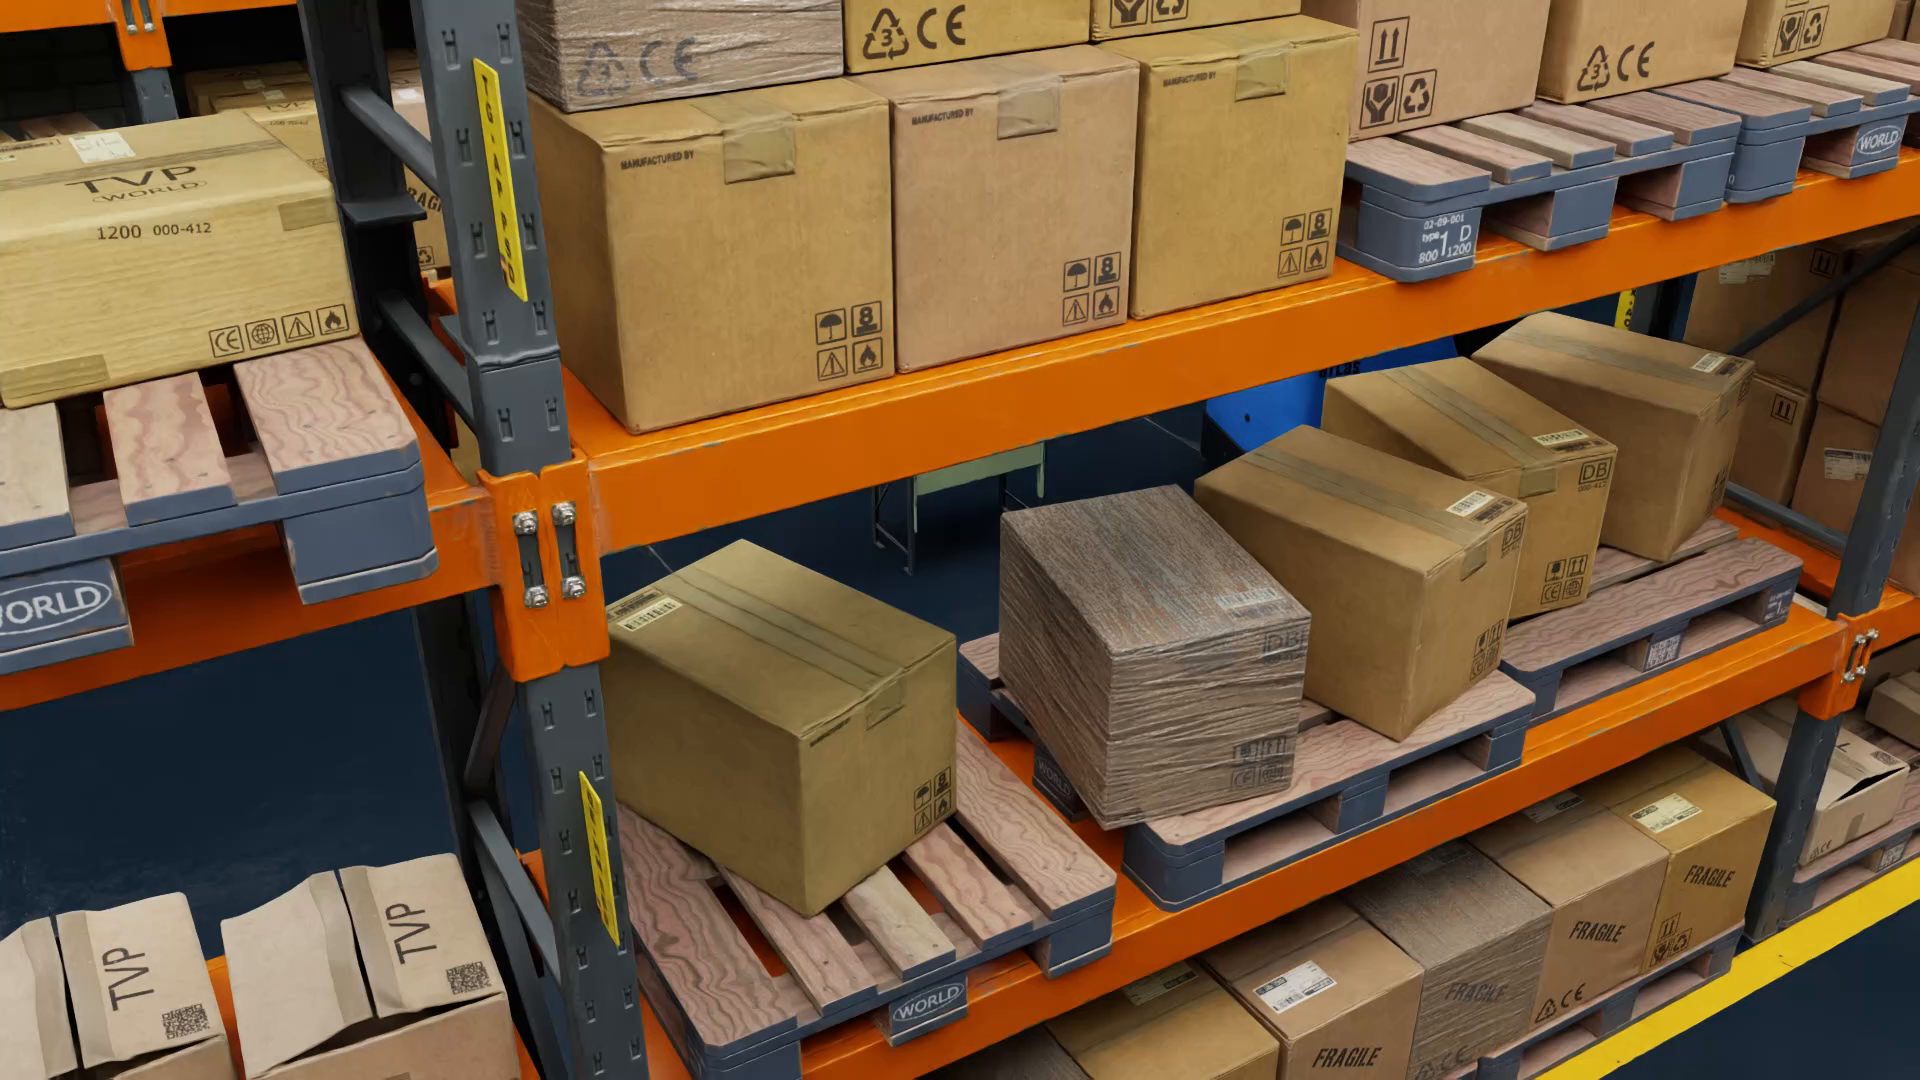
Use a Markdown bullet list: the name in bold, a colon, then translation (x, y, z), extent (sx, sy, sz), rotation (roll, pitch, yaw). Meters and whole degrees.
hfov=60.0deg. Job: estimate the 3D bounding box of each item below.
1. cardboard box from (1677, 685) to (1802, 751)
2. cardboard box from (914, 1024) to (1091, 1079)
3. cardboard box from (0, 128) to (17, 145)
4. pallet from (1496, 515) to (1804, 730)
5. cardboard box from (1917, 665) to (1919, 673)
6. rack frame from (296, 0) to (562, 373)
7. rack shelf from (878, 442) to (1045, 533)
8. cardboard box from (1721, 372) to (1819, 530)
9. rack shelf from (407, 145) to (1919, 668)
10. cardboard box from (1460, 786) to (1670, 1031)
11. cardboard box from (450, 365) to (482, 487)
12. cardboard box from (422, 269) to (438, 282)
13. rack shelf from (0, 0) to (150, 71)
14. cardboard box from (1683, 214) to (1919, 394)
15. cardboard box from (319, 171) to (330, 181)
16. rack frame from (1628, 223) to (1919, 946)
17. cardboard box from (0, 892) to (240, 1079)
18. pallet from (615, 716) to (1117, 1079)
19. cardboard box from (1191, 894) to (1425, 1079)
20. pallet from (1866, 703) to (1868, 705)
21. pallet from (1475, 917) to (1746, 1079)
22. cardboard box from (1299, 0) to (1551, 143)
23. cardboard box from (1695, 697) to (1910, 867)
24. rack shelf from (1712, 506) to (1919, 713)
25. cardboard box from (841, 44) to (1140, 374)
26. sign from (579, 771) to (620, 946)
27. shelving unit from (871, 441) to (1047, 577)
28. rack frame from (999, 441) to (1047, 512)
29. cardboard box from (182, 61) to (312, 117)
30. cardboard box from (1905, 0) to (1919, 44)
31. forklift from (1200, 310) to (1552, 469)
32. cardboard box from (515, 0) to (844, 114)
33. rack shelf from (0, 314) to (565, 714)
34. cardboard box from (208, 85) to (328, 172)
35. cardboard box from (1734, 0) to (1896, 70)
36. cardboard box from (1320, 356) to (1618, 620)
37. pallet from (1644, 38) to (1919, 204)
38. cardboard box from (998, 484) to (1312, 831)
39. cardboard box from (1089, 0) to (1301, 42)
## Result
- **cardboard box**: translation (2.878, 0.505, 6.362), extent (0.500, 0.500, 0.500), rotation (-16, 33, -26)
- **cardboard box**: translation (0.068, 1.619, 4.344), extent (0.500, 0.500, 0.500), rotation (-17, 33, -28)
- **cardboard box**: translation (-3.983, -1.561, 6.745), extent (0.250, 0.149, 0.380), rotation (-22, 36, -34)
- **pallet**: translation (1.786, 0.095, 5.172), extent (1.213, 0.211, 1.003), rotation (-16, 33, -26)
- **cardboard box**: translation (4.148, 0.299, 6.732), extent (0.637, 0.503, 0.797), rotation (-16, 33, -26)
- **rack frame**: translation (-0.918, -1.787, 2.174), extent (0.127, 3.000, 1.000), rotation (-16, 33, -26)
- **rack shelf**: translation (-0.006, -0.370, 8.042), extent (0.720, 0.370, 0.431), rotation (-16, 33, -26)
- **cardboard box**: translation (2.831, -0.412, 5.789), extent (0.500, 0.500, 0.500), rotation (-15, 32, -26)
- **rack shelf**: translation (0.806, -0.648, 3.960), extent (4.000, 0.370, 1.077), rotation (-16, 33, -26)
- **cardboard box**: translation (1.820, 1.120, 5.247), extent (0.500, 0.500, 0.500), rotation (-16, 33, -26)
- **cardboard box**: translation (-2.731, -0.591, 8.006), extent (0.750, 0.750, 0.750), rotation (-16, 33, -27)
- **cardboard box**: translation (-2.536, -1.194, 7.548), extent (0.250, 0.149, 0.380), rotation (-15, 32, -25)
- **rack shelf**: translation (-5.155, -1.732, 5.923), extent (4.000, 0.370, 1.077), rotation (-16, 33, -26)
- **cardboard box**: translation (2.835, -0.852, 5.552), extent (0.500, 0.500, 0.500), rotation (-16, 33, -26)
- **cardboard box**: translation (-2.883, -1.418, 7.283), extent (0.500, 0.500, 0.500), rotation (-15, 32, -25)
- **rack frame**: translation (2.531, -0.139, 5.398), extent (0.127, 3.000, 1.000), rotation (-16, 33, -26)
- **cardboard box**: translation (-1.787, 1.017, 3.395), extent (0.500, 0.311, 0.500), rotation (-16, 33, -27)
- **pallet**: translation (-0.369, 0.729, 4.024), extent (1.003, 0.211, 1.213), rotation (-16, 33, -26)
- **cardboard box**: translation (0.950, 1.368, 4.798), extent (0.500, 0.500, 0.500), rotation (-17, 33, -28)
- **pallet**: translation (4.176, 0.613, 6.920), extent (1.213, 0.211, 1.003), rotation (-16, 33, -26)
- **pallet**: translation (1.848, 1.297, 5.682), extent (1.213, 0.211, 1.003), rotation (-16, 33, -26)
- **cardboard box**: translation (0.910, -1.304, 3.762), extent (0.600, 0.600, 0.600), rotation (-17, 33, -28)
- **cardboard box**: translation (3.002, 0.833, 5.964), extent (0.500, 0.311, 0.500), rotation (-16, 33, -26)
- **rack shelf**: translation (4.255, -0.314, 6.459), extent (4.000, 0.370, 1.077), rotation (-16, 33, -26)
- **cardboard box**: translation (-0.119, -0.763, 3.320), extent (0.500, 0.500, 0.910), rotation (-16, 33, -26)
- **sign**: translation (-0.634, 0.563, 2.926), extent (0.005, 0.325, 0.100), rotation (-16, 33, -26)
- **shelving unit**: translation (-0.006, -0.655, 7.885), extent (0.755, 1.500, 0.431), rotation (-16, 33, -26)
- **rack frame**: translation (0.310, -0.745, 8.047), extent (0.023, 1.500, 0.400), rotation (-16, 33, -26)
- **cardboard box**: translation (-3.171, -1.953, 7.476), extent (0.500, 0.250, 0.500), rotation (-15, 32, -25)
- **cardboard box**: translation (3.075, -1.403, 4.738), extent (0.500, 0.250, 0.500), rotation (-16, 33, -26)
- **forklift**: translation (2.870, -1.690, 8.280), extent (3.031, 2.935, 1.130), rotation (-8, 30, -14)
- **cardboard box**: translation (-0.539, -1.059, 2.822), extent (0.500, 0.500, 0.500), rotation (-16, 33, -26)
- **rack shelf**: translation (-2.643, 0.331, 2.186), extent (4.000, 0.370, 1.077), rotation (-16, 33, -26)
- **cardboard box**: translation (-2.884, -1.745, 7.099), extent (0.500, 0.250, 0.500), rotation (-15, 32, -25)
- **cardboard box**: translation (2.059, -1.631, 4.356), extent (0.600, 0.600, 0.600), rotation (-19, 34, -31)
- **cardboard box**: translation (1.448, -0.149, 4.878), extent (0.500, 0.500, 0.700), rotation (-11, 31, -19)
- **pallet**: translation (1.933, -1.240, 4.482), extent (1.003, 0.211, 1.213), rotation (-16, 33, -26)
- **cardboard box**: translation (0.453, 0.267, 4.124), extent (0.500, 0.500, 0.700), rotation (-10, 30, -17)
- **cardboard box**: translation (0.341, -1.309, 3.274), extent (0.500, 0.500, 0.500), rotation (-16, 33, -26)
